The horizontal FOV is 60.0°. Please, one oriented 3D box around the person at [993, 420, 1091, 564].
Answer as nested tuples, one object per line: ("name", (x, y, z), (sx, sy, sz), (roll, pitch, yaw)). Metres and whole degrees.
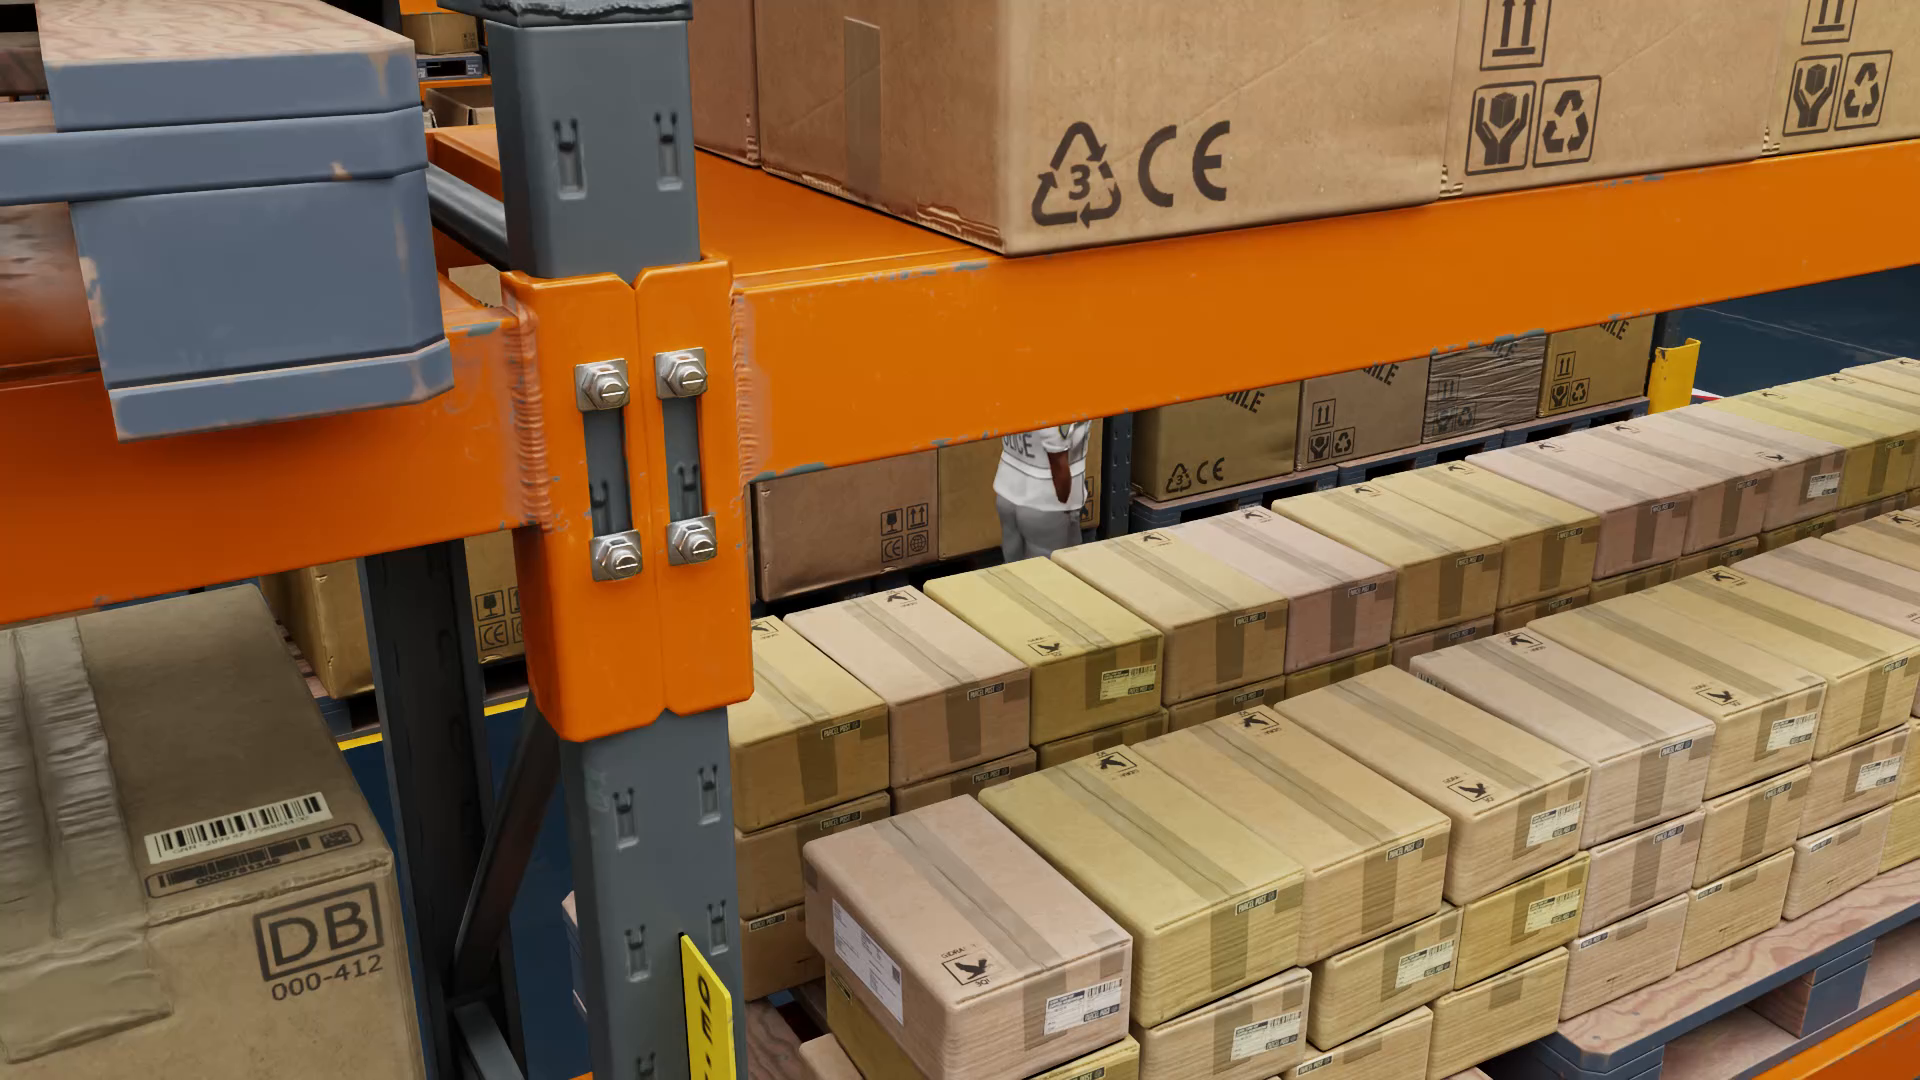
("person", (0.311, -0.130, 6.406), (0.339, 1.696, 0.438), (-12, 25, -27))
